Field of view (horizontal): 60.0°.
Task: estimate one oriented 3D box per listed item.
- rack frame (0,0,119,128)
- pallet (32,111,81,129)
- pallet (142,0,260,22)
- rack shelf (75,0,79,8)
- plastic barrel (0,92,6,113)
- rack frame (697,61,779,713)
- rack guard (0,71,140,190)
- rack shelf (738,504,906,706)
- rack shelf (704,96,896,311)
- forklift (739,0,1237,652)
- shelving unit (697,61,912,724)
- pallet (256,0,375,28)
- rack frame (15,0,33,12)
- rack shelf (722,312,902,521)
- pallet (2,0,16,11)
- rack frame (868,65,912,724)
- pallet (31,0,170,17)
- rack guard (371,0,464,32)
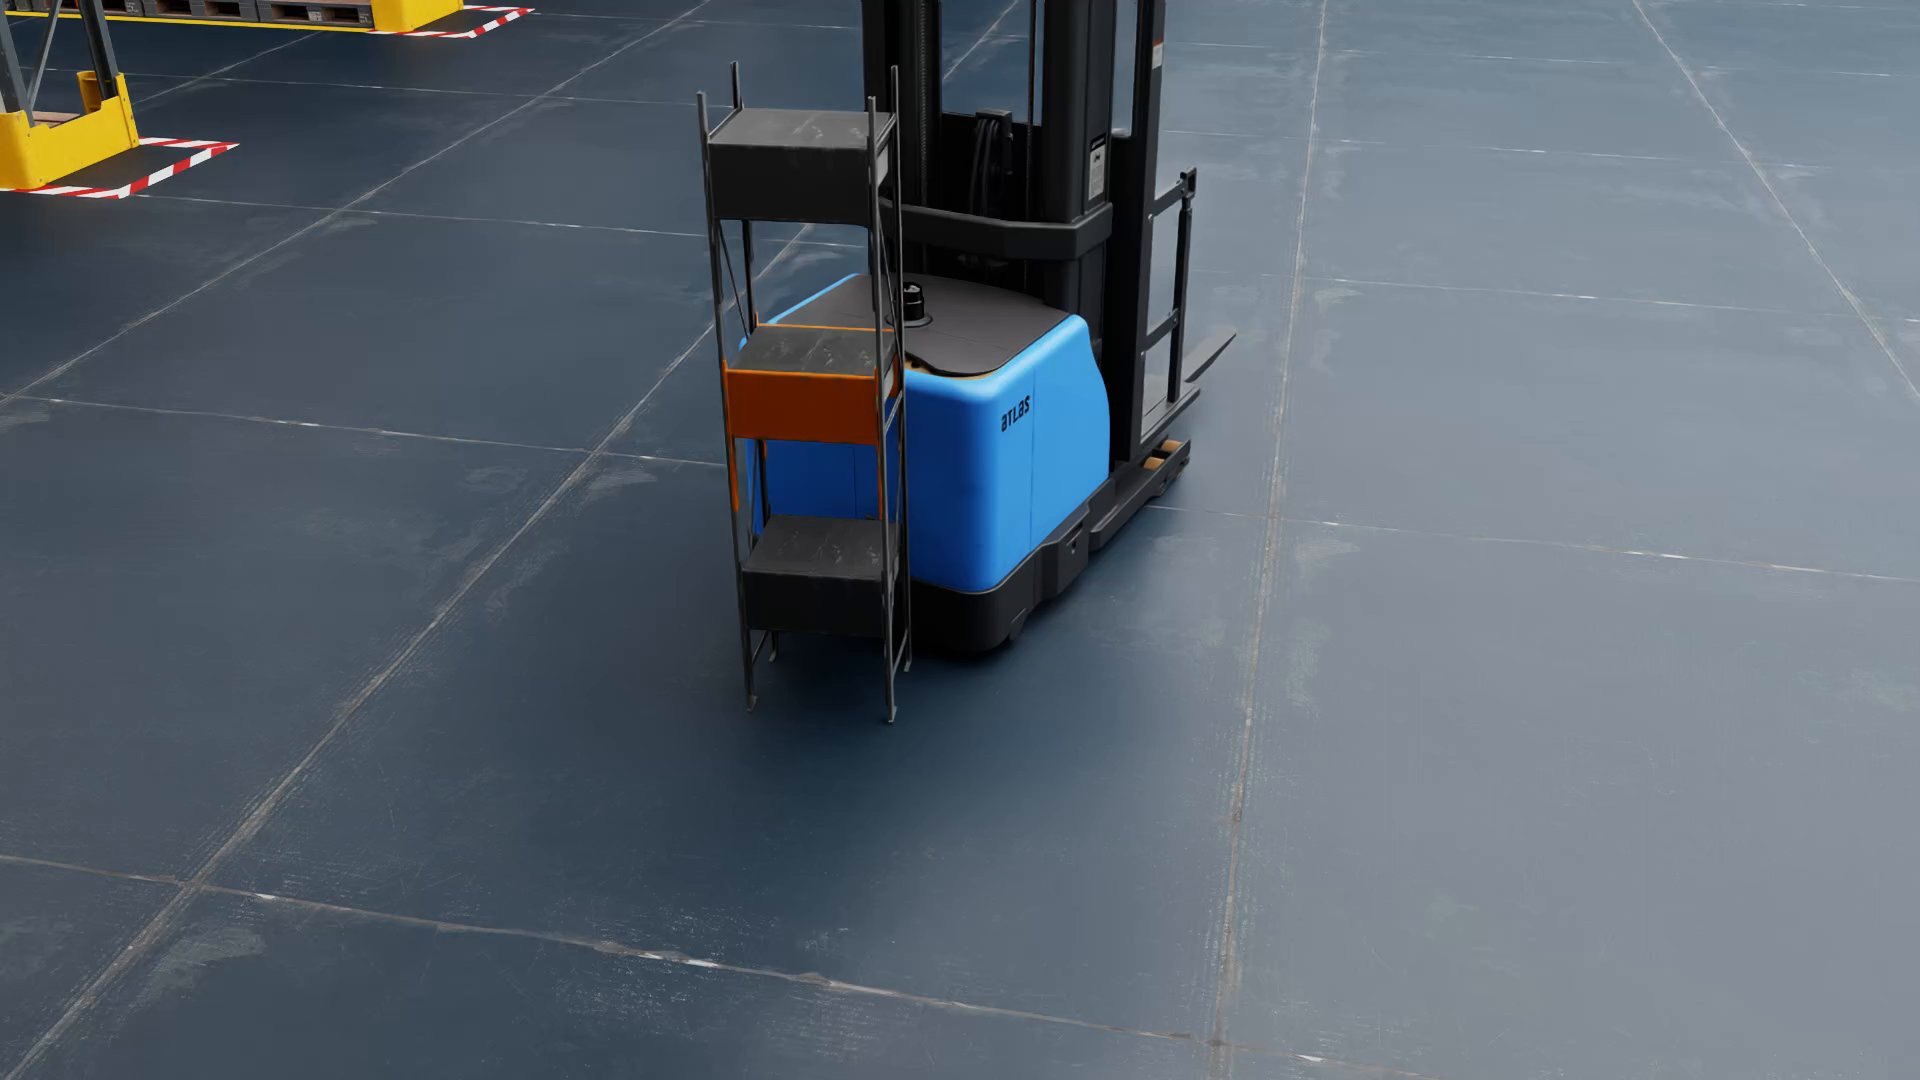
[{"bbox_3d":[-6.077,-3.926,10.798,0.127,3.000,1.000,6,29,11],"label":"rack frame"},{"bbox_3d":[-6.955,-2.772,11.594,1.213,0.211,1.003,6,29,11],"label":"pallet"},{"bbox_3d":[-7.094,-5.258,16.134,1.213,0.211,1.003,6,29,11],"label":"pallet"},{"bbox_3d":[-8.033,-3.811,11.337,4.000,0.370,1.077,6,29,11],"label":"rack shelf"},{"bbox_3d":[-6.737,-3.049,11.349,0.421,0.512,0.421,0,29,0],"label":"plastic barrel"},{"bbox_3d":[-0.697,-0.426,5.342,0.015,2.100,0.400,4,29,7],"label":"rack frame"},{"bbox_3d":[-6.161,-2.815,11.371,0.348,0.500,1.175,6,29,11],"label":"rack guard"},{"bbox_3d":[-0.451,0.215,5.654,0.480,0.518,0.431,4,29,7],"label":"rack shelf"},{"bbox_3d":[-0.460,-1.014,4.983,0.480,0.518,0.431,4,29,7],"label":"rack shelf"},{"bbox_3d":[0.349,-1.566,6.559,1.130,2.935,3.031,15,32,25],"label":"forklift"},{"bbox_3d":[-0.456,-0.411,5.312,0.503,2.100,0.431,4,29,7],"label":"shelving unit"},{"bbox_3d":[-5.904,-5.135,15.909,1.213,0.211,1.003,6,29,11],"label":"pallet"},{"bbox_3d":[-8.955,-6.653,15.779,0.127,3.000,1.000,6,29,11],"label":"rack frame"},{"bbox_3d":[-0.456,-0.399,5.318,0.480,0.518,0.431,4,29,7],"label":"rack shelf"},{"bbox_3d":[-9.716,-5.507,16.590,1.213,0.211,1.003,6,29,11],"label":"pallet"},{"bbox_3d":[-0.214,-0.396,5.281,0.015,2.100,0.400,4,29,7],"label":"rack frame"},{"bbox_3d":[-8.290,-5.379,16.356,1.213,0.211,1.003,6,29,11],"label":"pallet"},{"bbox_3d":[-5.117,-5.163,15.660,0.348,0.500,1.175,6,29,11],"label":"rack guard"}]
